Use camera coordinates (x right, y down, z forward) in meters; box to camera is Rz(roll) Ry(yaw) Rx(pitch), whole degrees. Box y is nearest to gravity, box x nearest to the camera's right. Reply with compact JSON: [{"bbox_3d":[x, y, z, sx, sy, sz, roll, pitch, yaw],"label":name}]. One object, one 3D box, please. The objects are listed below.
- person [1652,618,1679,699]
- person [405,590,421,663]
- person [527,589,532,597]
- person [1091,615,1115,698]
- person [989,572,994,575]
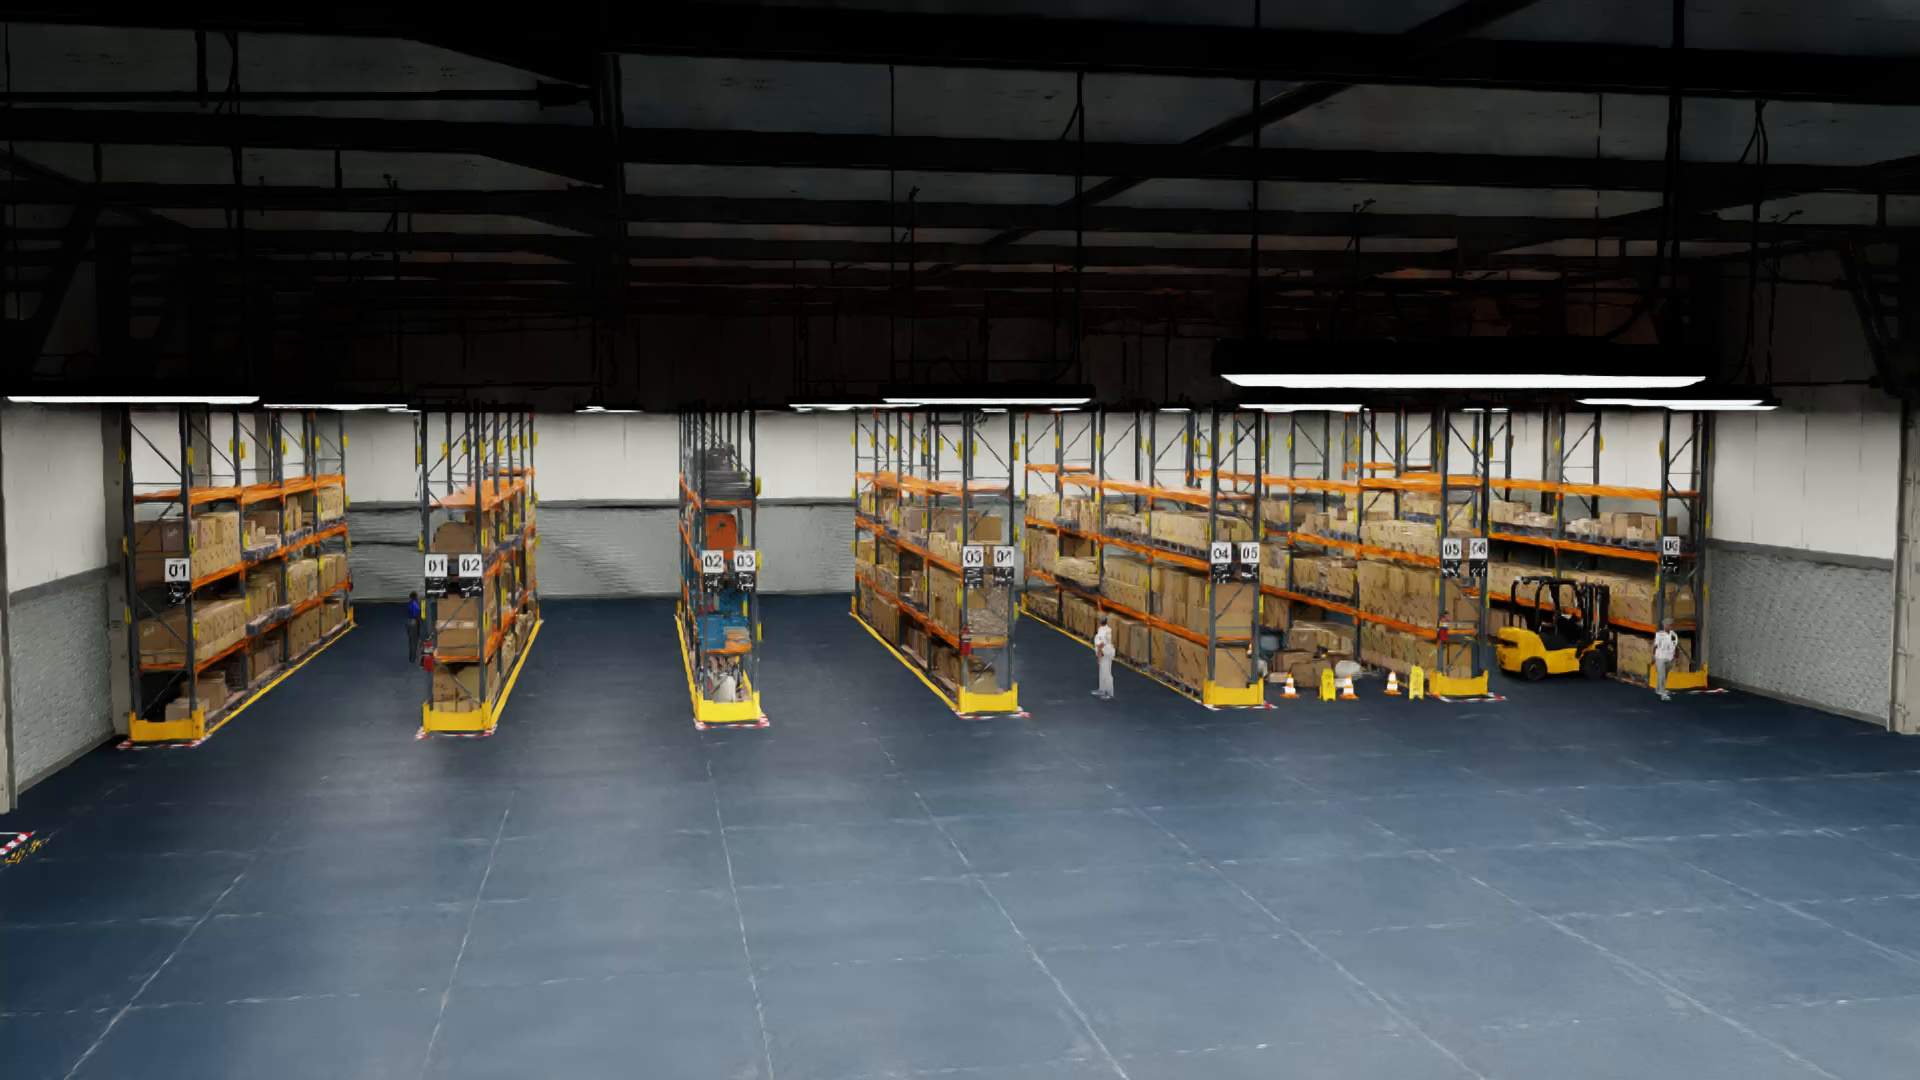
[{"bbox_3d":[14.218,2.370,33.487,0.441,1.623,0.989,0,4,-2],"label":"person"},{"bbox_3d":[-12.565,1.990,38.346,0.414,1.666,0.507,-4,6,-42],"label":"person"},{"bbox_3d":[-12.653,1.238,47.981,0.608,1.741,0.959,1,4,13],"label":"person"},{"bbox_3d":[2.894,2.340,33.701,0.556,1.659,0.598,1,5,19],"label":"person"},{"bbox_3d":[0.818,1.439,45.426,0.543,1.698,1.111,-1,4,-9],"label":"person"}]
